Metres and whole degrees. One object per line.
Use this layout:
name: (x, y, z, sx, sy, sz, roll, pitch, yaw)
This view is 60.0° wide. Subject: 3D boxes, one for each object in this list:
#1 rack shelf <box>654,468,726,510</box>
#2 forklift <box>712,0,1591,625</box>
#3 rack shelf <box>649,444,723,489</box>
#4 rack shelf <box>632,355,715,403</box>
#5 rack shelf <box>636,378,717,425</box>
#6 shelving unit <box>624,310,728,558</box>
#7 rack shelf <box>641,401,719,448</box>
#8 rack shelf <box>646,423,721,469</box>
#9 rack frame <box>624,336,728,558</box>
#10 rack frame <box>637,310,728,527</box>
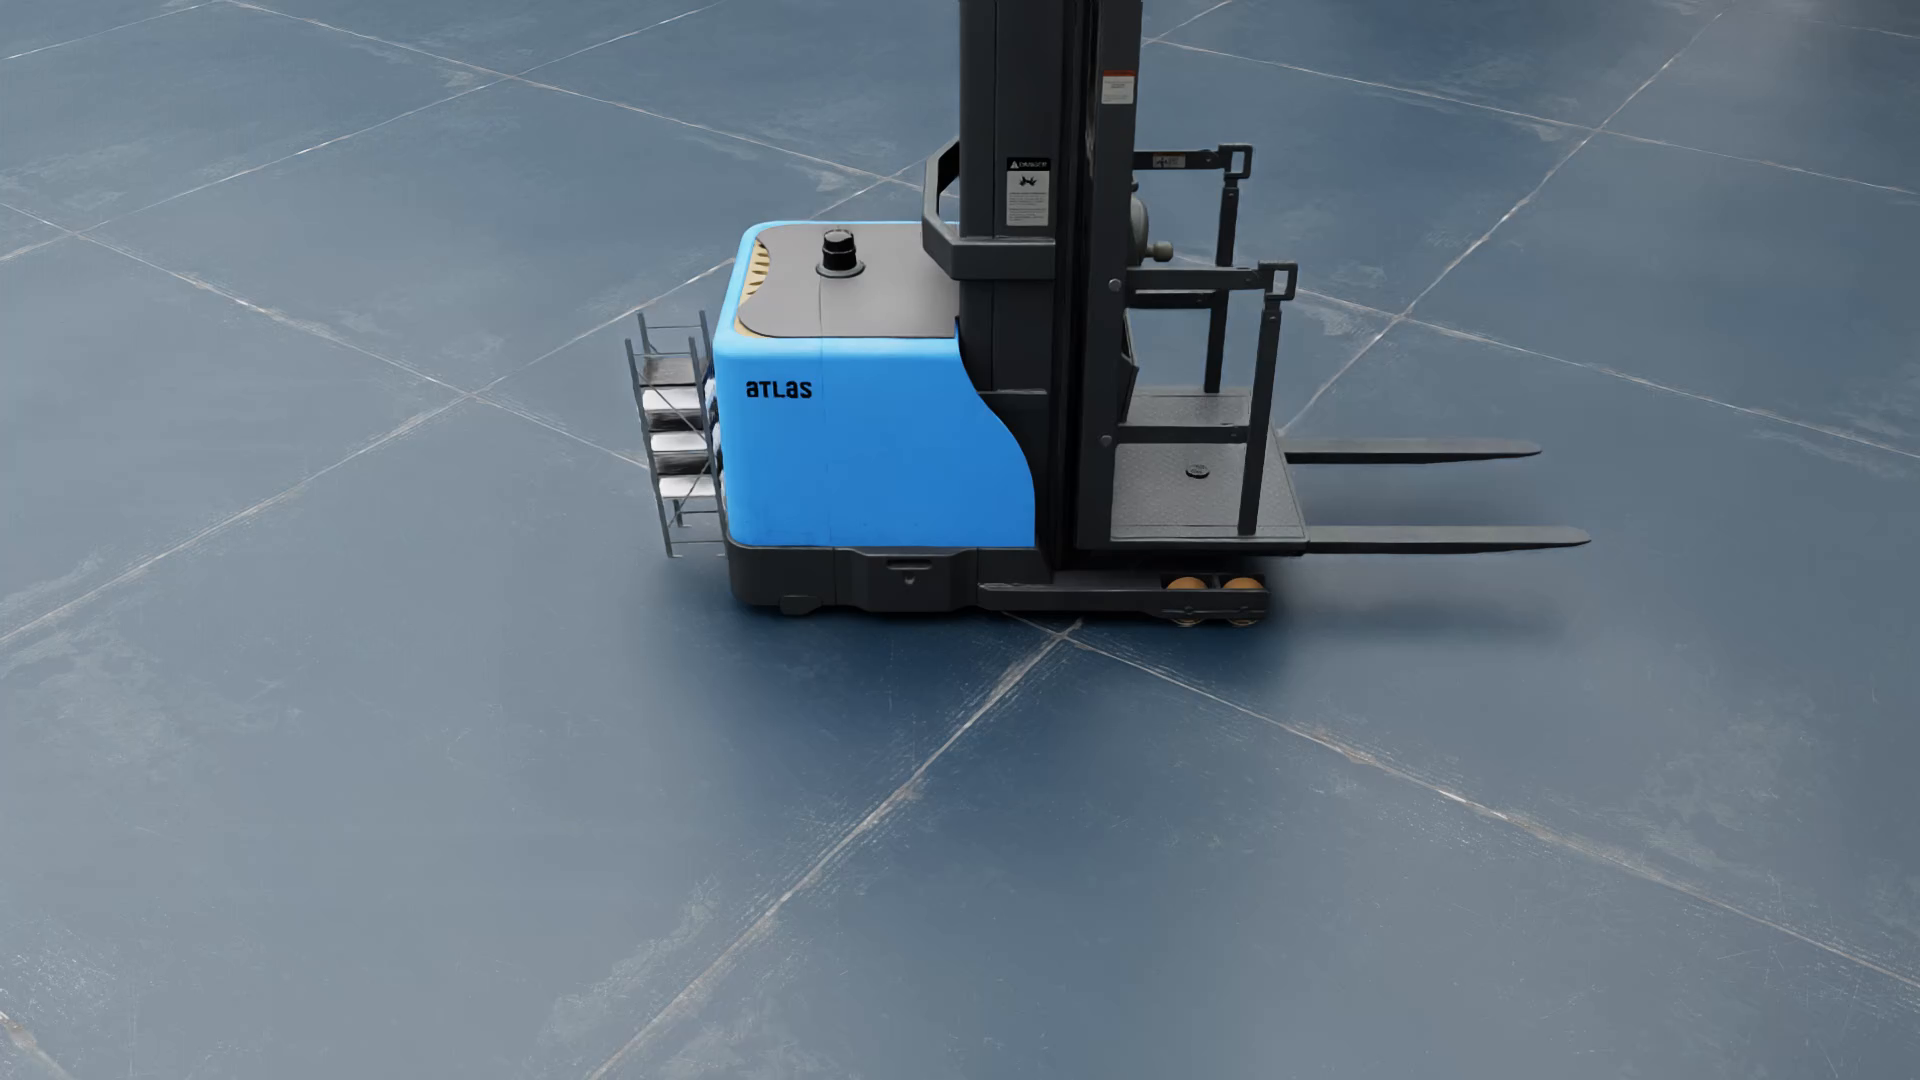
rack shelf: (-0.973, -0.193, 6.097, 0.258, 0.077, 0.200, -2, 34, 4)
forklift: (0.709, -1.217, 5.433, 3.031, 2.935, 1.130, 0, 34, 0)
rack shelf: (-0.979, -0.268, 6.047, 0.258, 0.077, 0.200, -2, 34, 4)
rack shelf: (-1.002, -0.566, 5.847, 0.258, 0.077, 0.200, -2, 34, 4)
rack shelf: (-0.997, -0.492, 5.897, 0.258, 0.077, 0.200, -2, 34, 4)
shelving unit: (-0.987, -0.370, 5.979, 0.258, 0.900, 0.210, -2, 34, 4)
rack shelf: (-0.991, -0.417, 5.947, 0.258, 0.077, 0.200, -2, 34, 4)
rack shelf: (-0.985, -0.342, 5.997, 0.258, 0.077, 0.200, -2, 34, 4)
rack frame: (-0.992, -0.313, 5.895, 0.240, 0.900, 0.006, -2, 34, 4)
rack frame: (-0.982, -0.427, 6.063, 0.240, 0.900, 0.006, -2, 34, 4)
